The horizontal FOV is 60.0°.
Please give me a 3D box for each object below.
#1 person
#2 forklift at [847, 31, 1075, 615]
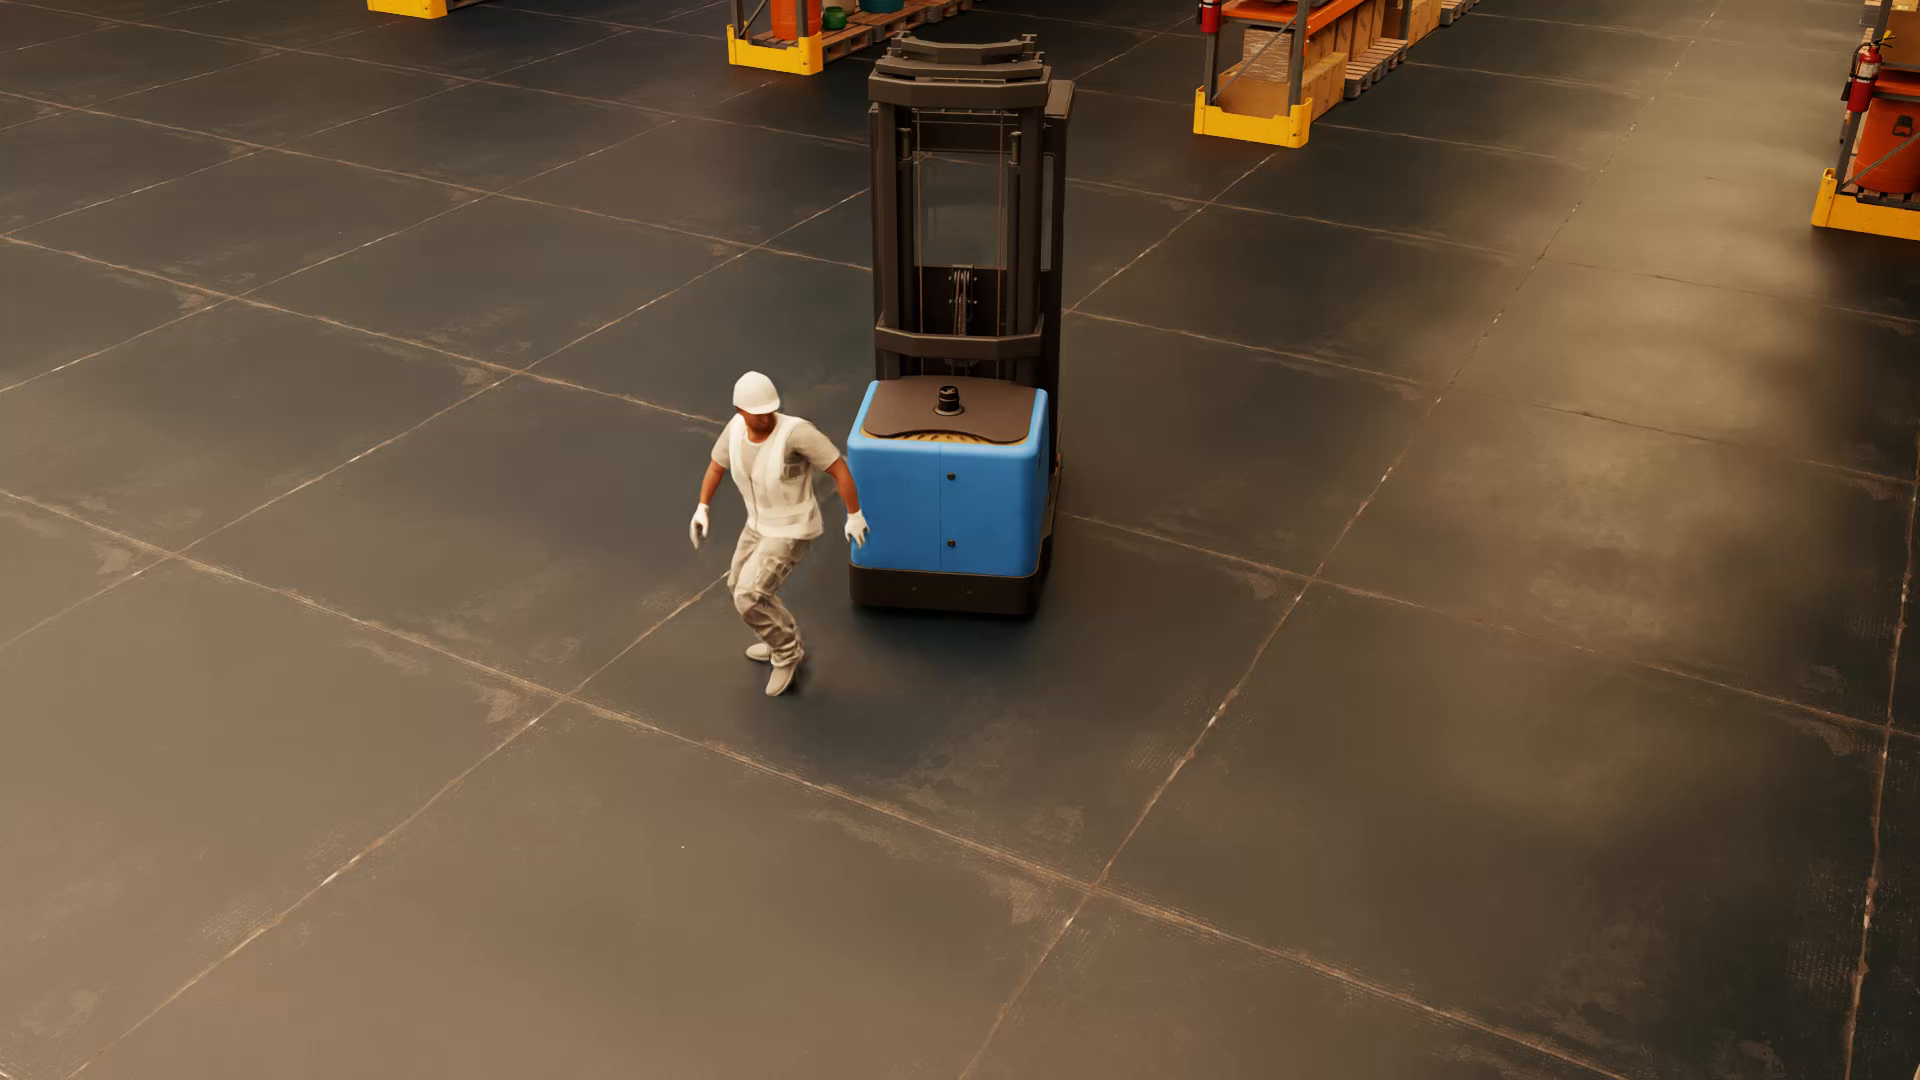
[{"bbox_3d":[-0.952,-0.054,8.419,0.758,1.727,0.741,-19,35,-30],"label":"person"},{"bbox_3d":[0.072,-1.572,9.794,1.130,2.935,3.031,3,30,6],"label":"forklift"}]
